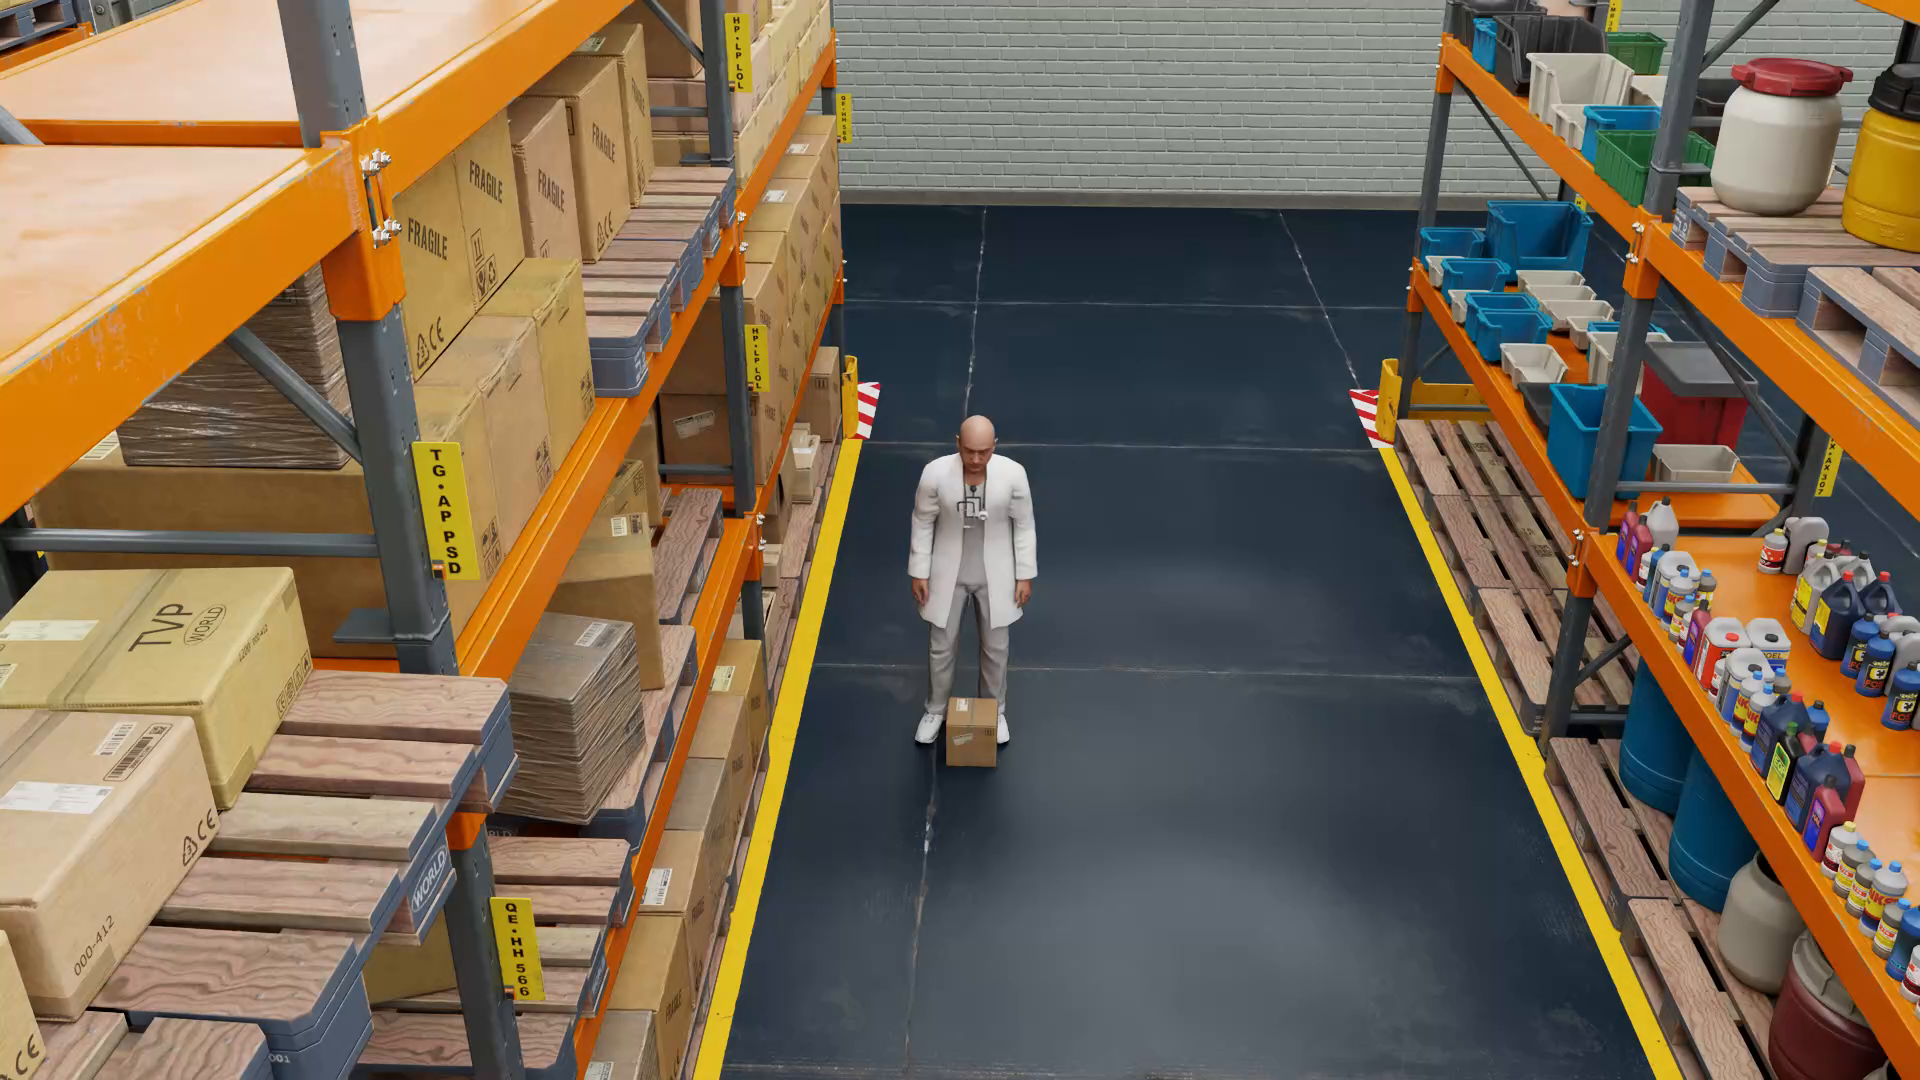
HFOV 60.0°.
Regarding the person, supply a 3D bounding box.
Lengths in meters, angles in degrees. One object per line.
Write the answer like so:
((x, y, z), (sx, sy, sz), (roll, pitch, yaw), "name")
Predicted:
((0.061, 0.185, 8.283), (0.647, 1.774, 0.418), (1, 28, 1), "person")
